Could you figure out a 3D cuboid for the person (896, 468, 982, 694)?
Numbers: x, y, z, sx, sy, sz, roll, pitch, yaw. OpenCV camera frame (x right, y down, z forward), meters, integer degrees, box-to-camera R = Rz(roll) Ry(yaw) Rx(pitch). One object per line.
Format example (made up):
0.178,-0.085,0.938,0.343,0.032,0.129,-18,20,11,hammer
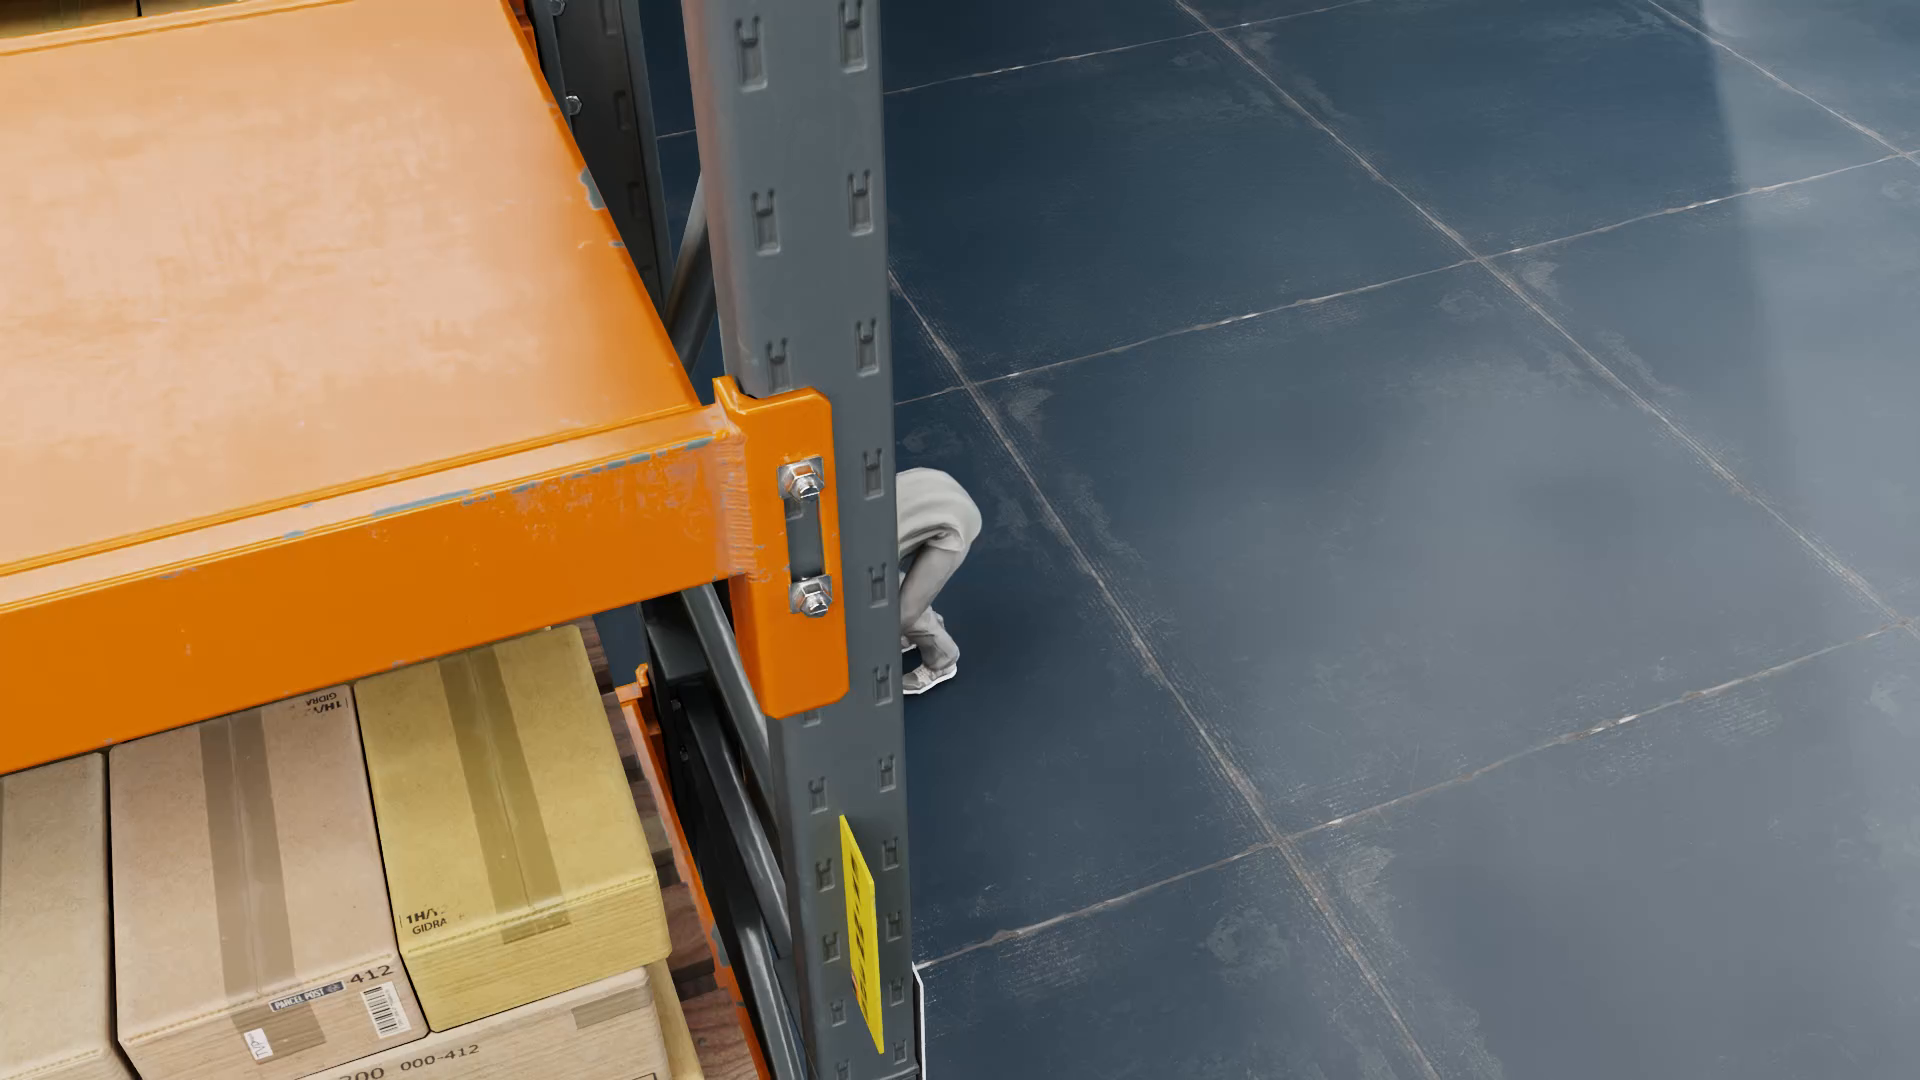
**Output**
-0.335,0.201,6.422,0.868,0.959,0.409,-17,45,-18,person
